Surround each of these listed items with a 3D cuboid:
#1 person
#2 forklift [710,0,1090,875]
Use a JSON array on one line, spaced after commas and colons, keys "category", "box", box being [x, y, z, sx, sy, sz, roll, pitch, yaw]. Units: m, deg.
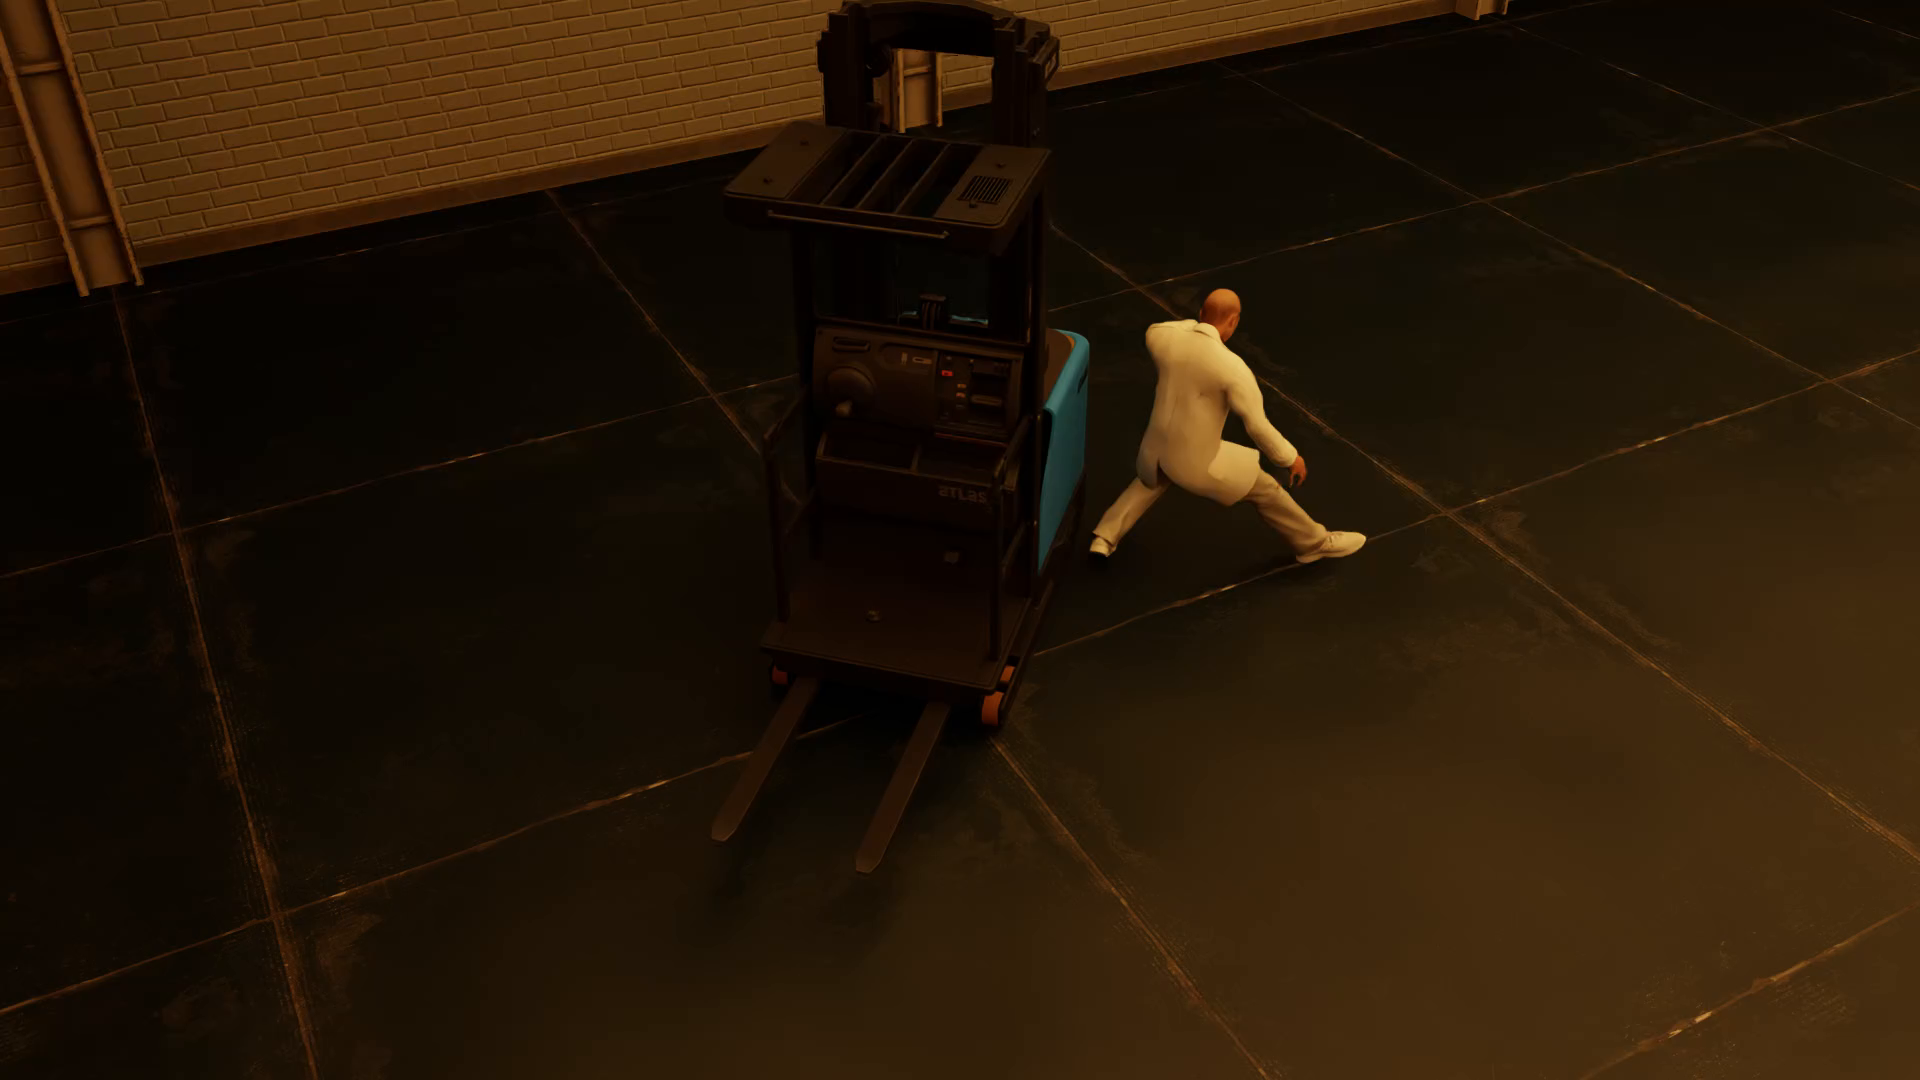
[{"category": "person", "box": [1.281, -0.465, 8.149, 1.115, 1.543, 1.105, -23, 41, -29]}, {"category": "forklift", "box": [-0.246, -0.612, 6.989, 1.130, 2.935, 3.031, 10, 36, 13]}]
